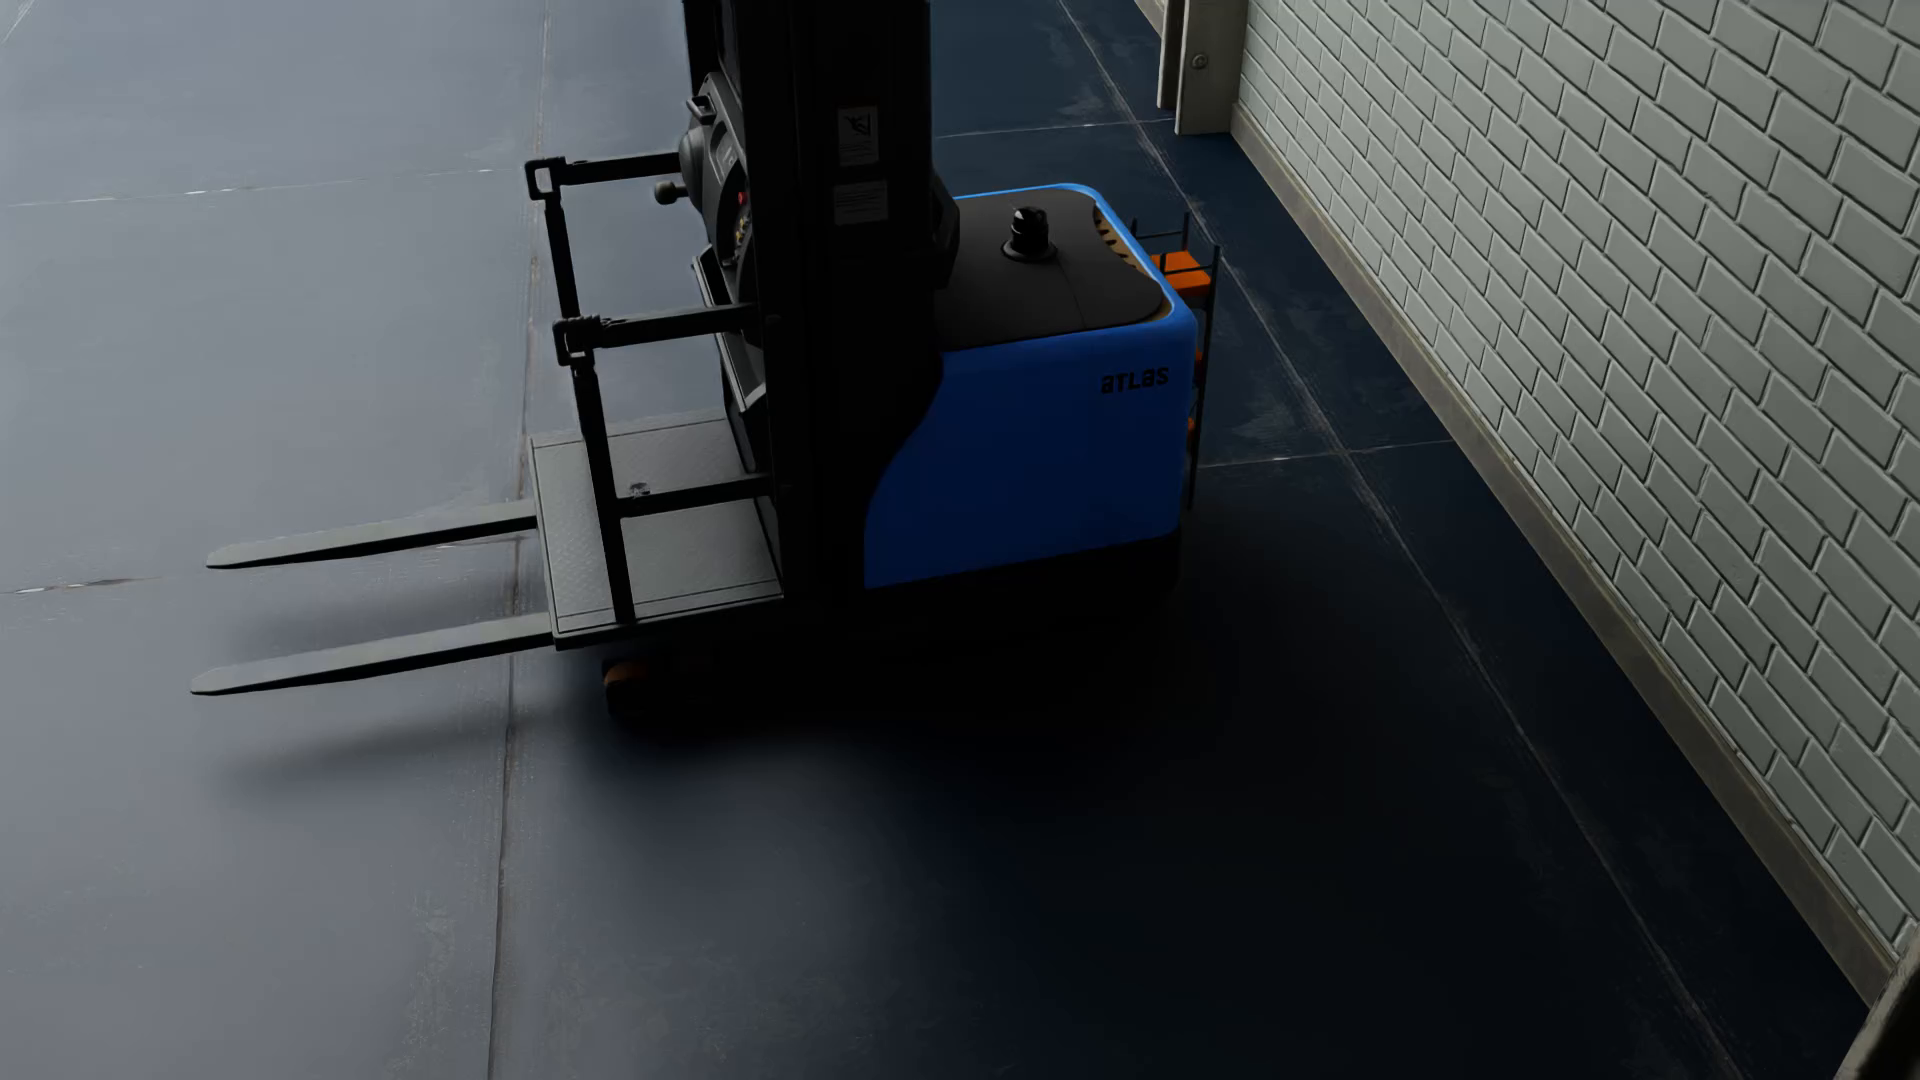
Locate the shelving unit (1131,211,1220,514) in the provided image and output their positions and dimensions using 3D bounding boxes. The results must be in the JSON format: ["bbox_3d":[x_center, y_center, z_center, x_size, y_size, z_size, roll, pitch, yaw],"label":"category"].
[{"bbox_3d":[0.687,-0.569,5.626,0.215,1.050,0.252,-10,39,-13],"label":"shelving unit"}]

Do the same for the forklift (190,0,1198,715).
[{"bbox_3d":[-0.862,-0.987,4.631,3.031,2.935,1.130,-10,39,-12],"label":"forklift"}]

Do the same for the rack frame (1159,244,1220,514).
[{"bbox_3d":[0.722,-0.497,5.534,0.200,1.050,0.008,-10,39,-13],"label":"rack frame"}]

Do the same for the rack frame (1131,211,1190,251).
[{"bbox_3d":[0.652,-0.640,5.718,0.200,1.050,0.008,-10,39,-13],"label":"rack frame"}]

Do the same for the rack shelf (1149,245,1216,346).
[{"bbox_3d":[0.687,-0.784,5.458,0.215,0.259,0.240,-10,39,-13],"label":"rack shelf"}]

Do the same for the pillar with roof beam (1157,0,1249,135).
[{"bbox_3d":[-3.026,-5.264,5.191,9.100,9.000,0.400,-6,38,-8],"label":"pillar with roof beam"}]

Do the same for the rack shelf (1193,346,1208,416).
[{"bbox_3d":[0.687,-0.560,5.633,0.215,0.259,0.240,-10,39,-13],"label":"rack shelf"}]

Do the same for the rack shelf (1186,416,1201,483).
[{"bbox_3d":[0.687,-0.341,5.803,0.215,0.259,0.240,-10,39,-13],"label":"rack shelf"}]
